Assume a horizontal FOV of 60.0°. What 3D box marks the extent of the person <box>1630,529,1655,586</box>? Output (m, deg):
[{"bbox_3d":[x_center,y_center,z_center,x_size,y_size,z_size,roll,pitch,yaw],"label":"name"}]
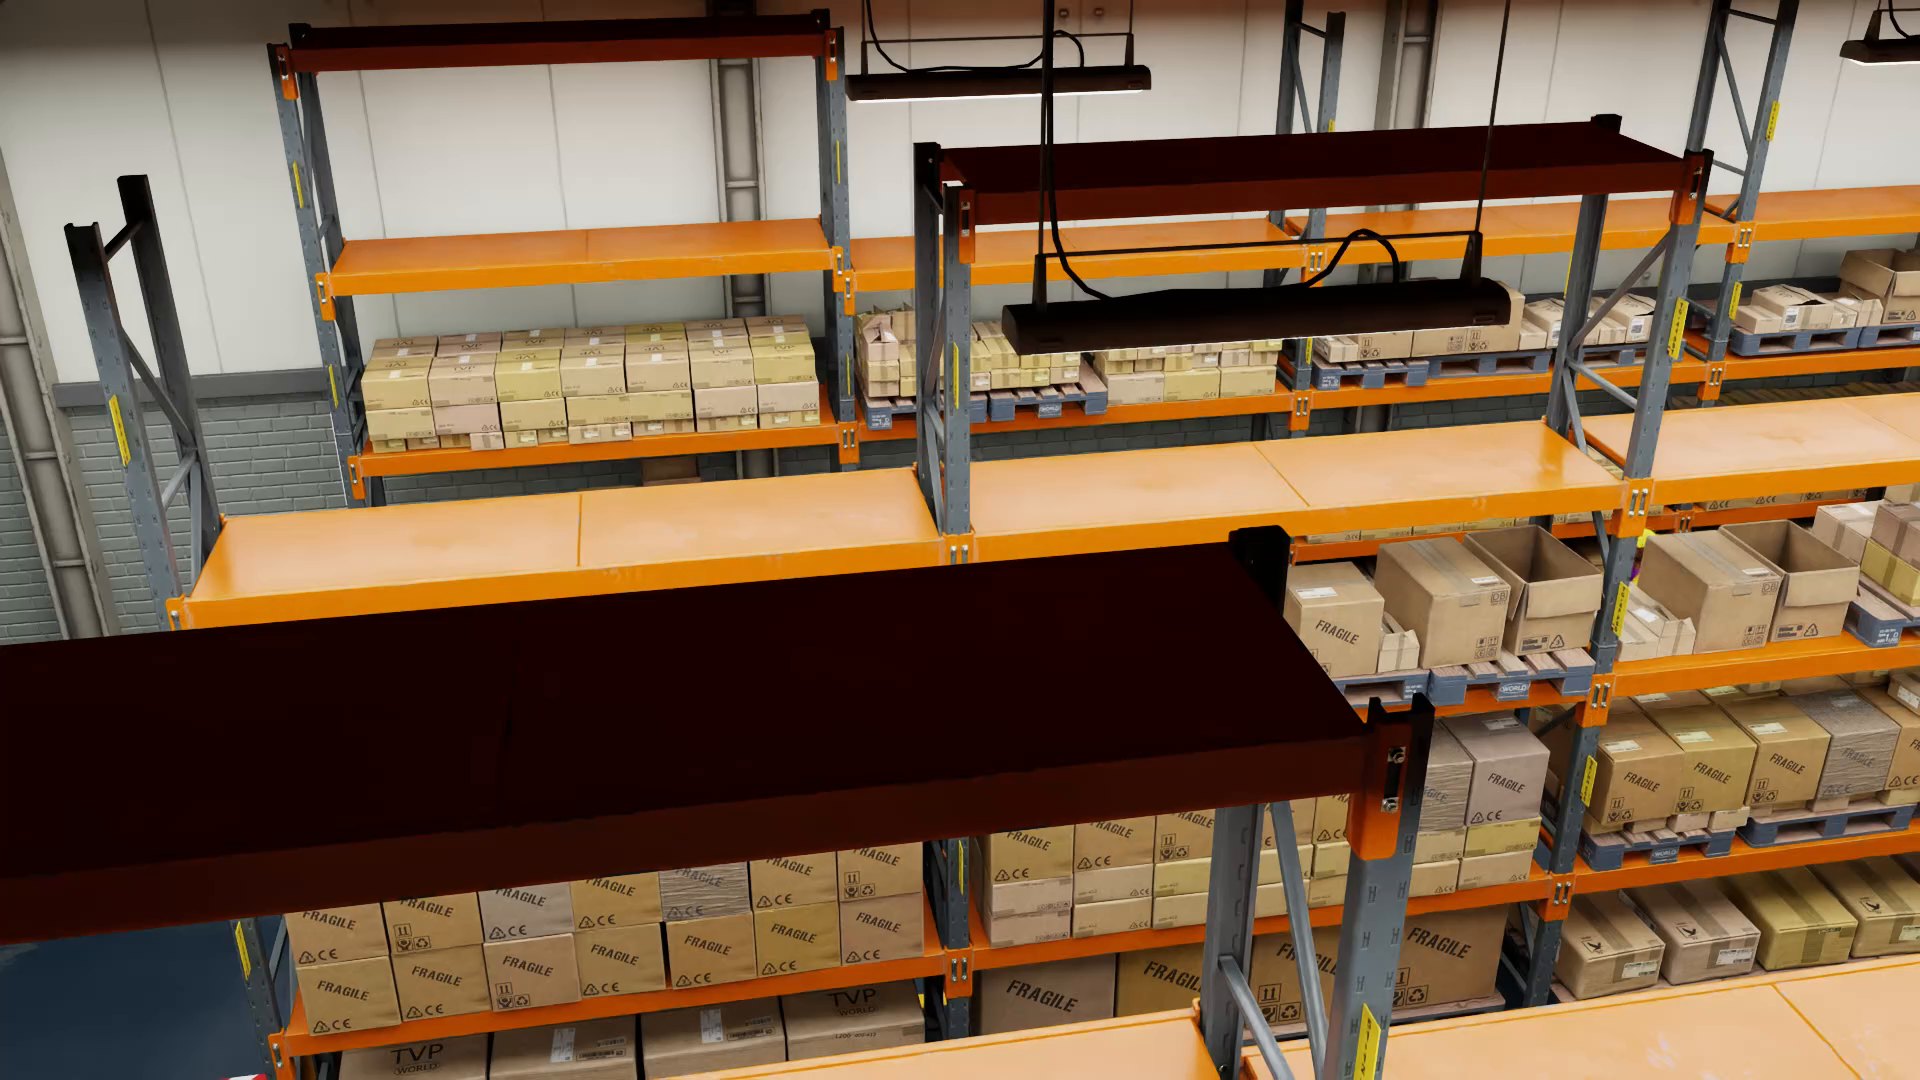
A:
[{"bbox_3d":[6.055,0.715,14.849,0.604,1.802,0.617,-10,28,-20],"label":"person"}]
